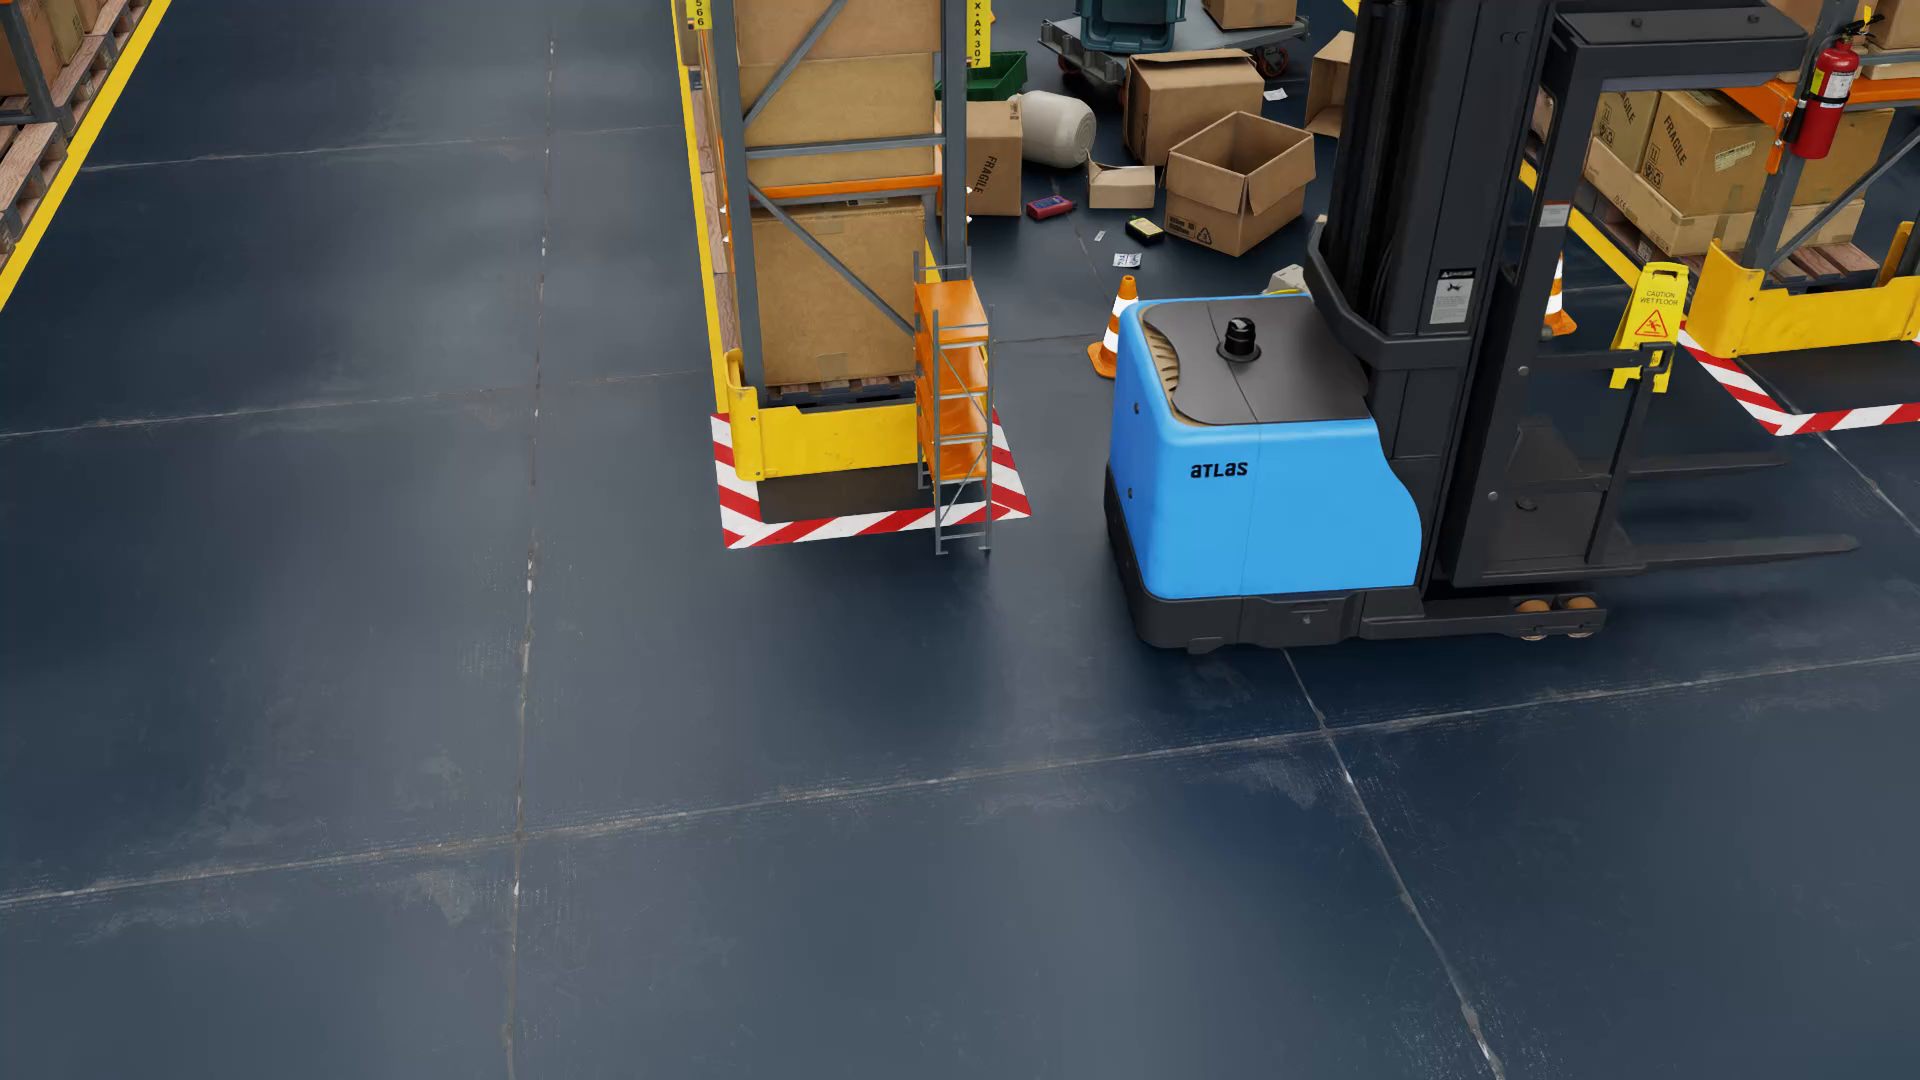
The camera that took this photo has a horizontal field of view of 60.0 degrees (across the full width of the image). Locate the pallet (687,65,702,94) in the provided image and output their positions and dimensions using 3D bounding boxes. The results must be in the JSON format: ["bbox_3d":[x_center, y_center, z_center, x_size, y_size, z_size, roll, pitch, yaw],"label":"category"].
[{"bbox_3d":[-1.386,-3.400,11.454,1.003,0.211,1.213,-6,38,-8],"label":"pallet"}]

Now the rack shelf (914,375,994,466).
[{"bbox_3d":[-0.029,-0.521,7.052,0.258,0.148,0.480,-6,38,-8],"label":"rack shelf"}]

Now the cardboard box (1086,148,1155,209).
[{"bbox_3d":[0.938,-2.123,9.767,0.396,0.266,0.258,0,38,0],"label":"cardboard box"}]

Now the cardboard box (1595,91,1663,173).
[{"bbox_3d":[3.889,-2.367,9.140,0.500,0.500,0.500,-5,38,-6],"label":"cardboard box"}]

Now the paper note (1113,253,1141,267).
[{"bbox_3d":[0.929,-1.559,9.233,0.144,0.017,0.142,6,38,8],"label":"paper note"}]

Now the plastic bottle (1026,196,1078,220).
[{"bbox_3d":[0.540,-1.948,9.708,0.283,0.061,0.133,-20,42,-23],"label":"plastic bottle"}]

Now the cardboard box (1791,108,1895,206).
[{"bbox_3d":[4.507,-2.128,8.832,0.500,0.500,0.500,-7,38,-9],"label":"cardboard box"}]

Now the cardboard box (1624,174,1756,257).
[{"bbox_3d":[3.970,-1.774,8.988,0.500,0.250,0.500,-6,38,-8],"label":"cardboard box"}]

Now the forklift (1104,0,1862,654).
[{"bbox_3d":[2.180,-1.072,6.241,3.031,2.935,1.130,-3,38,-4],"label":"forklift"}]

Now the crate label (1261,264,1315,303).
[{"bbox_3d":[1.803,-1.355,8.882,0.250,0.136,0.298,-27,45,-31],"label":"crate label"}]

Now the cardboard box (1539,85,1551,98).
[{"bbox_3d":[3.712,-2.992,9.944,0.500,0.500,0.500,-4,38,-6],"label":"cardboard box"}]

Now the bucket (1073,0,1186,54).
[{"bbox_3d":[1.117,-3.516,10.761,0.726,0.611,0.620,6,28,8],"label":"bucket"}]

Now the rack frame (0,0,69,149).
[{"bbox_3d":[-6.077,-3.571,9.401,1.000,3.000,0.127,-6,38,-8],"label":"rack frame"}]

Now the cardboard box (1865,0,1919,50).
[{"bbox_3d":[4.571,-2.693,7.948,0.500,0.500,0.500,-7,38,-9],"label":"cardboard box"}]

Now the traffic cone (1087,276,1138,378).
[{"bbox_3d":[0.830,-1.099,8.287,0.336,0.463,0.334,-6,38,-8],"label":"traffic cone"}]

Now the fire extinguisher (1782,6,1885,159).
[{"bbox_3d":[3.947,-2.071,7.534,0.296,0.674,0.183,-6,38,-8],"label":"fire extinguisher"}]

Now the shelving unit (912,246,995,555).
[{"bbox_3d":[-0.029,-0.574,7.011,0.258,1.200,0.503,-6,38,-8],"label":"shelving unit"}]

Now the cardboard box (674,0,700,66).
[{"bbox_3d":[-1.374,-3.686,11.041,1.050,0.750,0.750,-6,38,-8],"label":"cardboard box"}]

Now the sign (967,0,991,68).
[{"bbox_3d":[0.072,-2.056,6.682,0.100,0.325,0.005,-6,38,-8],"label":"sign"}]

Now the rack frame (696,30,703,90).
[{"bbox_3d":[-1.176,-4.043,10.009,1.000,3.000,0.127,-6,38,-8],"label":"rack frame"}]

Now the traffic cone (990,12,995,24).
[{"bbox_3d":[0.075,-4.014,12.039,0.336,0.463,0.334,-6,38,-8],"label":"traffic cone"}]

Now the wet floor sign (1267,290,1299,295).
[{"bbox_3d":[1.479,-0.893,7.873,0.267,0.644,0.232,-13,40,-16],"label":"wet floor sign"}]

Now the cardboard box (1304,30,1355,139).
[{"bbox_3d":[2.528,-2.857,10.518,0.500,0.500,0.500,19,42,23],"label":"cardboard box"}]

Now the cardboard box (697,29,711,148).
[{"bbox_3d":[-1.135,-2.983,10.034,0.875,0.875,0.875,-6,38,-7],"label":"cardboard box"}]

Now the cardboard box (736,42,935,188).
[{"bbox_3d":[-0.585,-1.906,7.136,0.875,0.550,0.550,-6,38,-8],"label":"cardboard box"}]

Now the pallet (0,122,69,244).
[{"bbox_3d":[-5.925,-2.068,9.739,1.003,0.211,1.213,-6,38,-8],"label":"pallet"}]

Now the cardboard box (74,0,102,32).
[{"bbox_3d":[-6.327,-3.758,11.322,0.700,0.500,0.500,-9,39,-12],"label":"cardboard box"}]

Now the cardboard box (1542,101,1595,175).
[{"bbox_3d":[3.794,-2.389,9.779,0.500,0.250,0.500,-8,38,-10],"label":"cardboard box"}]

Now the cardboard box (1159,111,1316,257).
[{"bbox_3d":[1.580,-2.023,9.444,0.637,0.503,0.797,27,45,30],"label":"cardboard box"}]

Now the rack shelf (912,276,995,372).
[{"bbox_3d":[-0.029,-0.884,6.770,0.258,0.148,0.480,-6,38,-8],"label":"rack shelf"}]

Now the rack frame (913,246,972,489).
[{"bbox_3d":[-0.072,-0.721,7.200,0.240,1.200,0.015,-6,38,-8],"label":"rack frame"}]

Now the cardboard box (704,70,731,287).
[{"bbox_3d":[-0.815,-1.888,8.624,0.875,0.875,0.875,-7,38,-9],"label":"cardboard box"}]

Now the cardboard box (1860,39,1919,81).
[{"bbox_3d":[4.525,-2.349,8.033,0.380,0.149,0.250,-6,38,-8],"label":"cardboard box"}]

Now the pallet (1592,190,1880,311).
[{"bbox_3d":[4.260,-1.660,9.214,1.003,0.211,1.213,-6,38,-8],"label":"pallet"}]

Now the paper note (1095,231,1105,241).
[{"bbox_3d":[0.797,-1.733,9.472,0.032,0.001,0.123,13,40,16],"label":"paper note"}]

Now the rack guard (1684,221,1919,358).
[{"bbox_3d":[4.367,-1.279,8.489,1.175,0.500,0.348,-6,38,-8],"label":"rack guard"}]

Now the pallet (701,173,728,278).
[{"bbox_3d":[-0.903,-1.736,9.312,1.003,0.211,1.213,-6,38,-8],"label":"pallet"}]

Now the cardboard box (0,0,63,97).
[{"bbox_3d":[-6.164,-3.130,10.513,0.700,0.500,0.500,-9,39,-11],"label":"cardboard box"}]

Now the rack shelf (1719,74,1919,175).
[{"bbox_3d":[4.030,-3.144,9.439,1.077,0.370,4.000,-6,38,-8],"label":"rack shelf"}]

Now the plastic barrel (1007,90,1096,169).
[{"bbox_3d":[0.533,-2.506,10.130,0.512,0.421,0.421,19,42,23],"label":"plastic barrel"}]

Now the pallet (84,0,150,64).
[{"bbox_3d":[-6.432,-3.678,11.812,1.003,0.211,1.213,-6,38,-8],"label":"pallet"}]
